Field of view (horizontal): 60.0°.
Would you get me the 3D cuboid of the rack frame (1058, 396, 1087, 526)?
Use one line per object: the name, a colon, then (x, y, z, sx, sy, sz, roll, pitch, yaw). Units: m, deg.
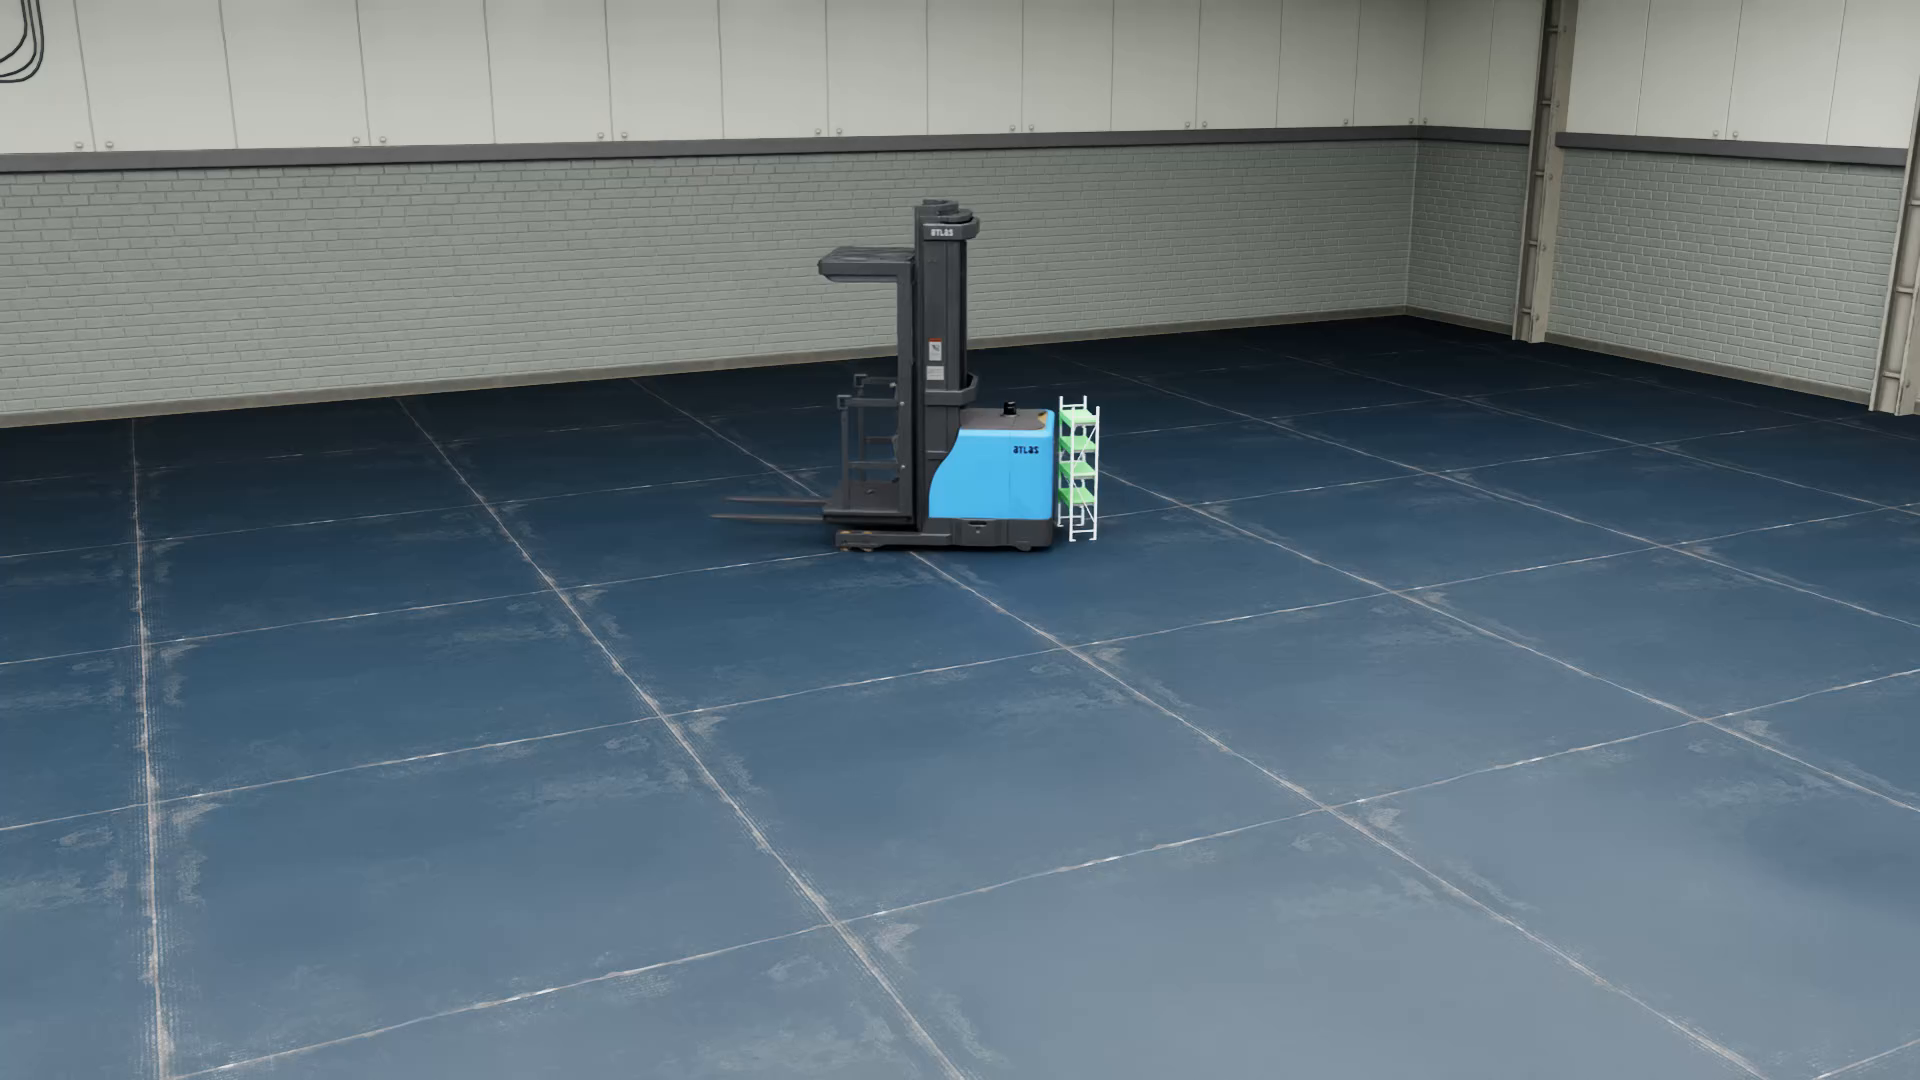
rack frame: (1.013, -0.708, 15.044, 0.240, 1.200, 0.015, -2, 16, -9)

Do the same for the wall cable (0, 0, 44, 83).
wall cable: (-11.207, -7.231, 17.468, 2.305, 6.003, 0.169, -8, 18, -25)

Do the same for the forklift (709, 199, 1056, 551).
forklift: (-0.676, -1.458, 14.519, 3.031, 2.935, 1.130, 1, 16, 5)

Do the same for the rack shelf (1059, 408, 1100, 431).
rack shelf: (1.051, -1.042, 14.697, 0.258, 0.148, 0.480, -2, 16, -9)

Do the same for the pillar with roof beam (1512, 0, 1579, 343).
pillar with roof beam: (4.801, -6.849, 22.302, 9.100, 9.000, 0.400, -8, 18, -25)

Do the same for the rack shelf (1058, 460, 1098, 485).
rack shelf: (1.051, -0.580, 14.830, 0.258, 0.148, 0.480, -2, 16, -9)

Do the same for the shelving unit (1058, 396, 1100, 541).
shelving unit: (1.051, -0.642, 14.812, 0.258, 1.200, 0.503, -2, 16, -9)

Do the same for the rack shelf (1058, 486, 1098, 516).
rack shelf: (1.051, -0.350, 14.896, 0.258, 0.148, 0.480, -2, 16, -9)

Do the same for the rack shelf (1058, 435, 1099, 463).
rack shelf: (1.051, -0.811, 14.763, 0.258, 0.148, 0.480, -2, 16, -9)

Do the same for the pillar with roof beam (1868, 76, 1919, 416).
pillar with roof beam: (7.429, -5.361, 17.118, 9.100, 9.000, 0.400, -8, 18, -25)

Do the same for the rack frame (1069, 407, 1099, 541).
rack frame: (1.089, -0.575, 14.580, 0.240, 1.200, 0.015, -2, 16, -9)
